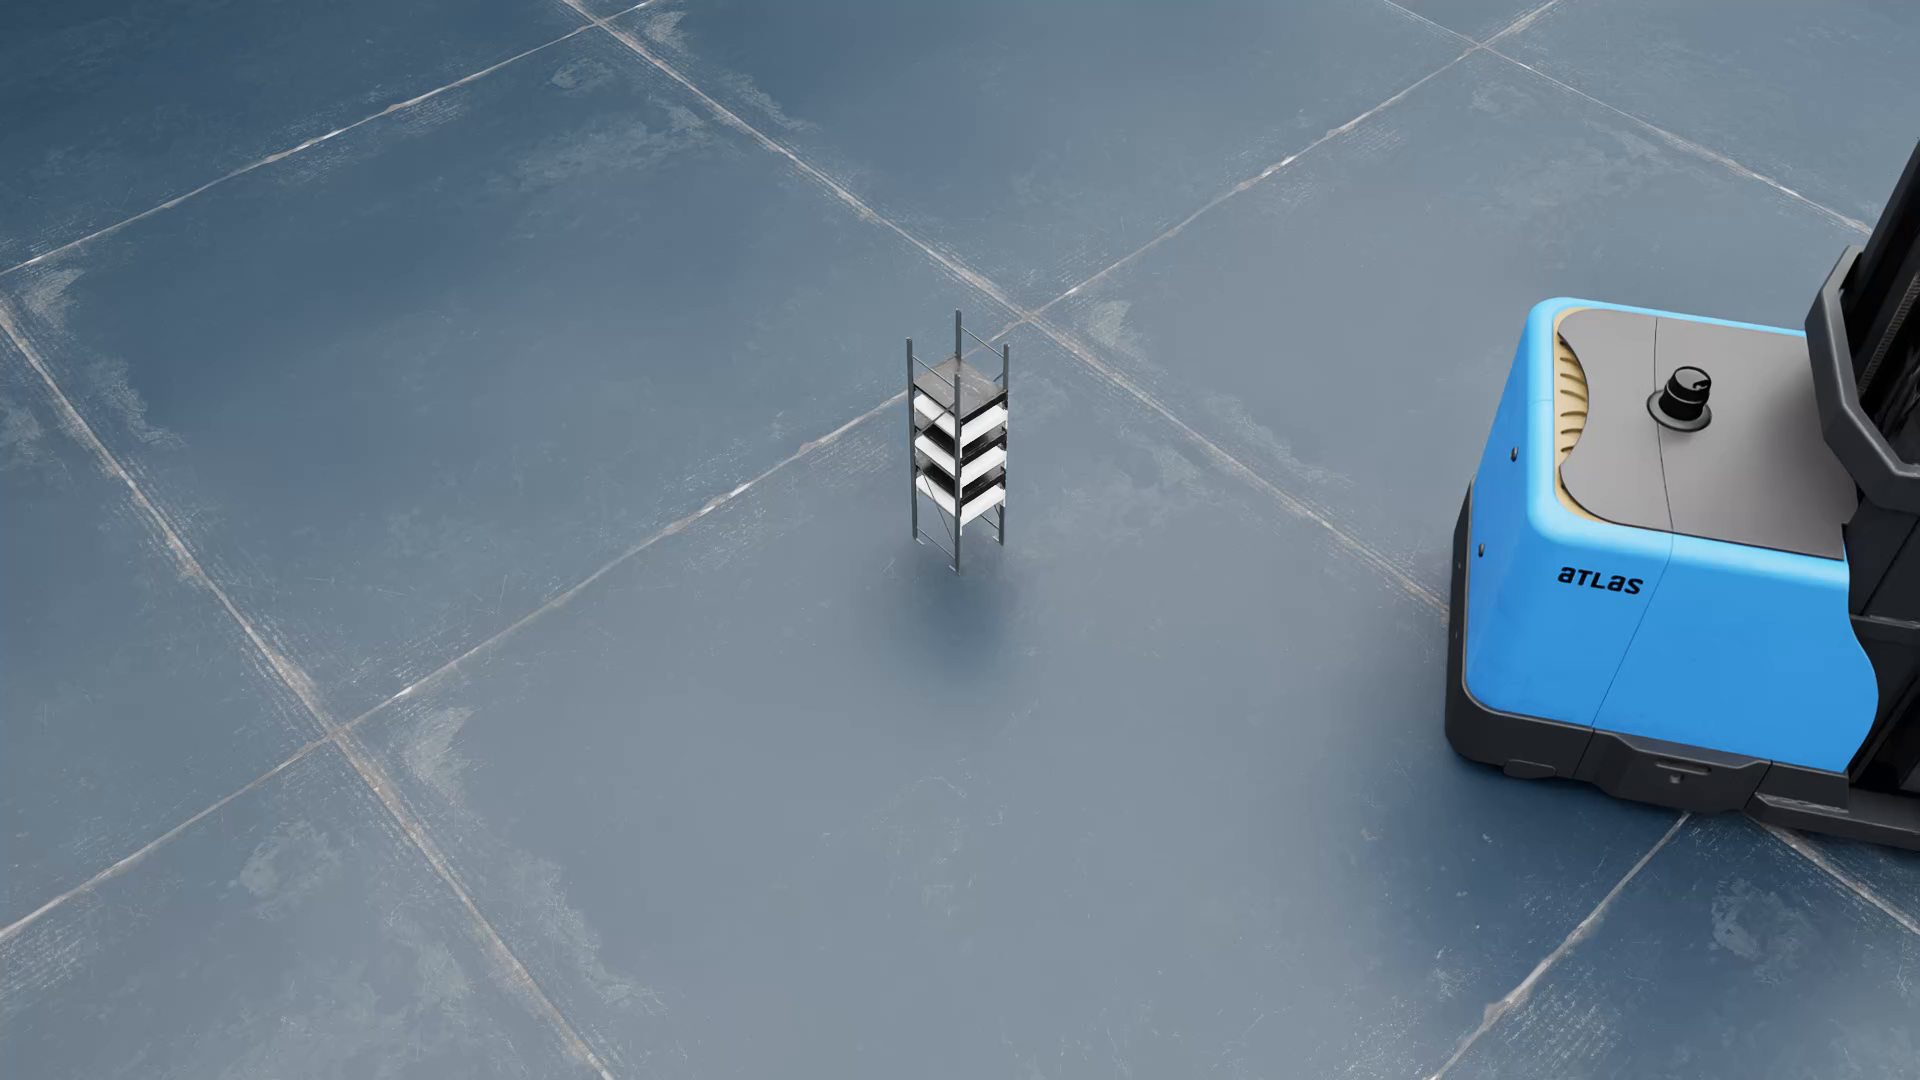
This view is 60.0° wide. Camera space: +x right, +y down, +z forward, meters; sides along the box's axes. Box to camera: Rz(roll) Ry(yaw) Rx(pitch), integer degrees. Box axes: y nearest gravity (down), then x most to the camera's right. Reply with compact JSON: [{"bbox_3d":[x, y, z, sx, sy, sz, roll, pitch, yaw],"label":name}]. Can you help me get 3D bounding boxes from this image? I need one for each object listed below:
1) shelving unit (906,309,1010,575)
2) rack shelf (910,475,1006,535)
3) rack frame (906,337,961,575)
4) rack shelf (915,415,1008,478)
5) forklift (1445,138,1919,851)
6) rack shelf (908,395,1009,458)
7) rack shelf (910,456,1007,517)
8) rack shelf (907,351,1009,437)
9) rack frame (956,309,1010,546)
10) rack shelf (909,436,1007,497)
[{"bbox_3d":[-0.006,-0.301,5.416,0.210,0.900,0.258,-34,56,-27],"label":"shelving unit"},{"bbox_3d":[-0.006,-0.156,5.572,0.200,0.077,0.258,-34,56,-27],"label":"rack shelf"},{"bbox_3d":[-0.081,-0.251,5.369,0.006,0.900,0.240,-34,56,-27],"label":"rack frame"},{"bbox_3d":[-0.006,-0.340,5.374,0.200,0.077,0.258,-34,56,-27],"label":"rack shelf"},{"bbox_3d":[3.063,-0.410,4.134,3.031,2.935,1.130,10,48,9],"label":"forklift"},{"bbox_3d":[-0.006,-0.401,5.308,0.200,0.077,0.258,-34,56,-27],"label":"rack shelf"},{"bbox_3d":[-0.006,-0.218,5.506,0.200,0.077,0.258,-34,56,-27],"label":"rack shelf"},{"bbox_3d":[-0.006,-0.462,5.242,0.200,0.077,0.258,-34,56,-27],"label":"rack shelf"},{"bbox_3d":[0.069,-0.351,5.462,0.006,0.900,0.240,-34,56,-27],"label":"rack frame"},{"bbox_3d":[-0.006,-0.279,5.440,0.200,0.077,0.258,-34,56,-27],"label":"rack shelf"}]
